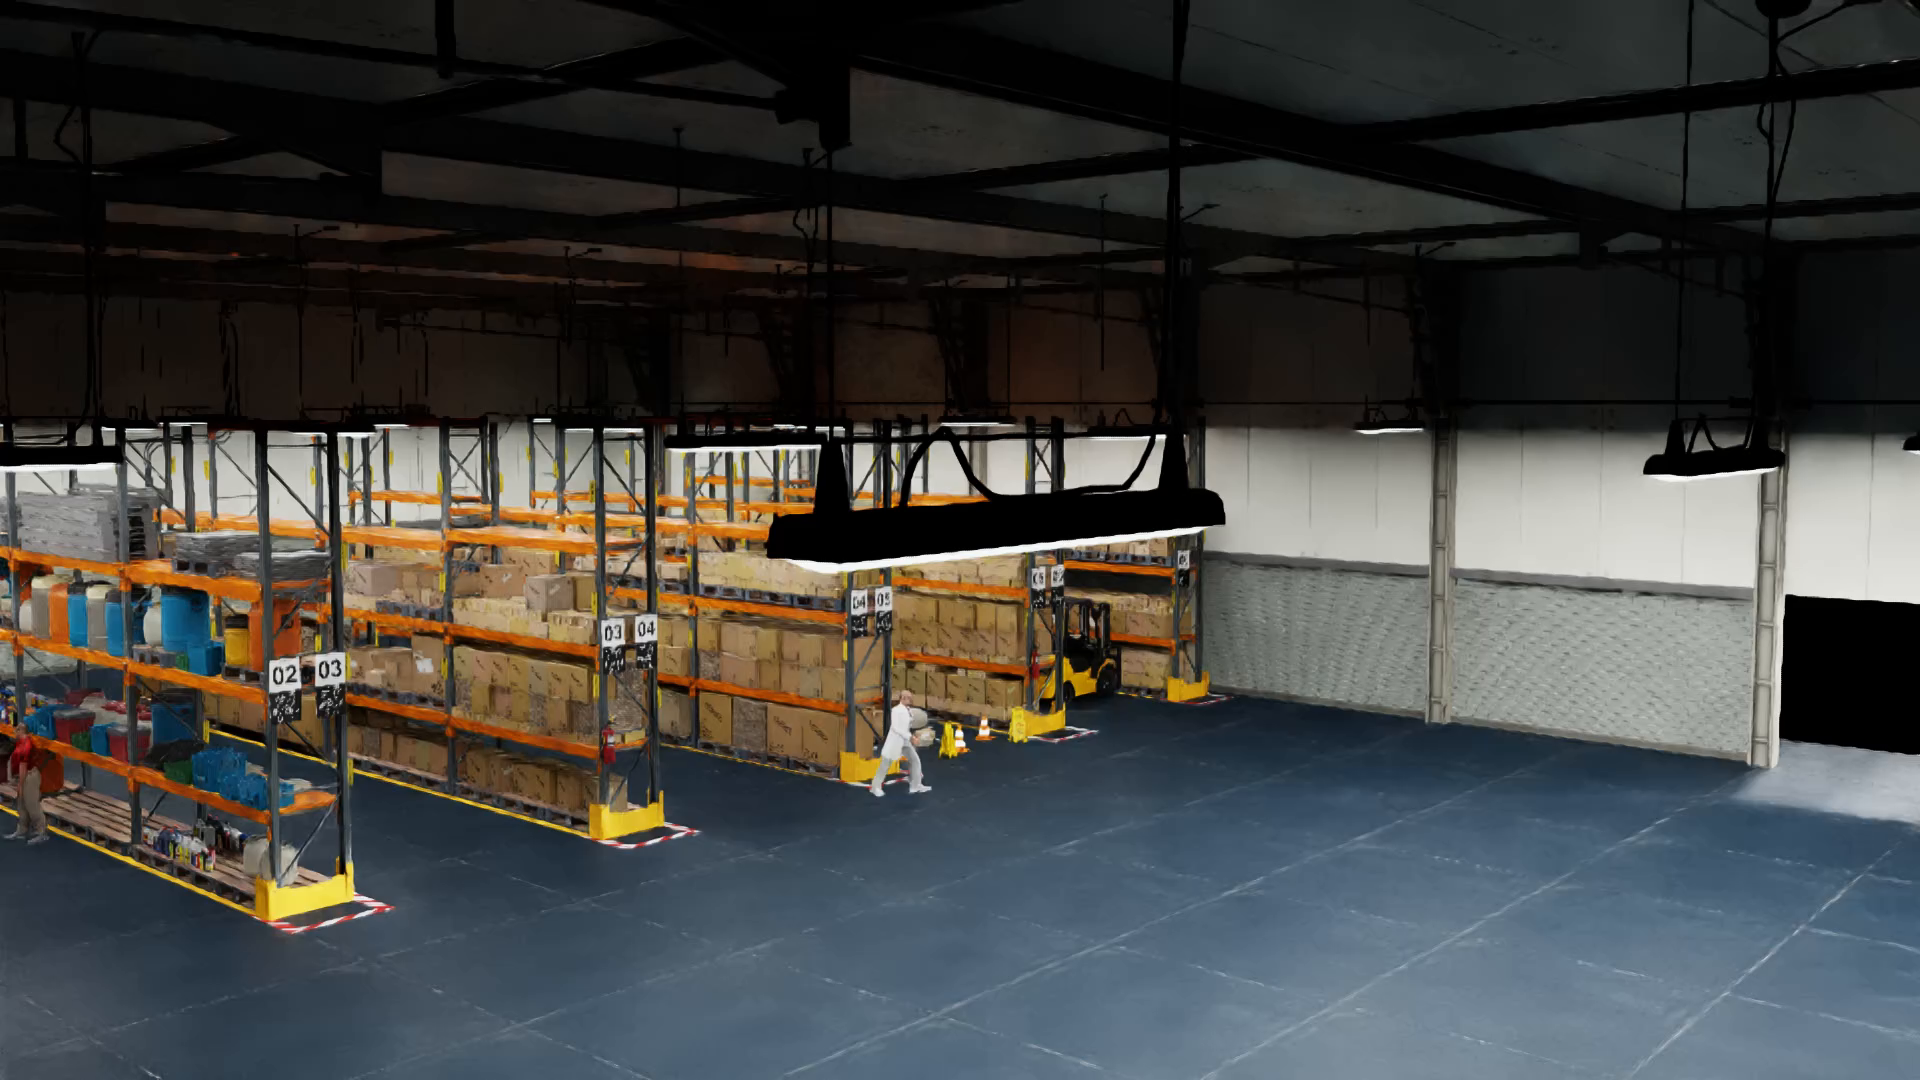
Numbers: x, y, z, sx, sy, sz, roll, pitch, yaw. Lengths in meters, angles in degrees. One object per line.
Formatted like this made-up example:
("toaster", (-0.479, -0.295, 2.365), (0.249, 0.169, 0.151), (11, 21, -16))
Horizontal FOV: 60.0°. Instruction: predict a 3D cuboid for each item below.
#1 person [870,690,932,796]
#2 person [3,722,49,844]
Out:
("person", (-0.997, 3.242, 26.735), (0.901, 1.713, 0.724), (2, 5, 24))
("person", (-13.458, 3.472, 23.886), (0.592, 1.719, 0.668), (-2, 5, -27))
